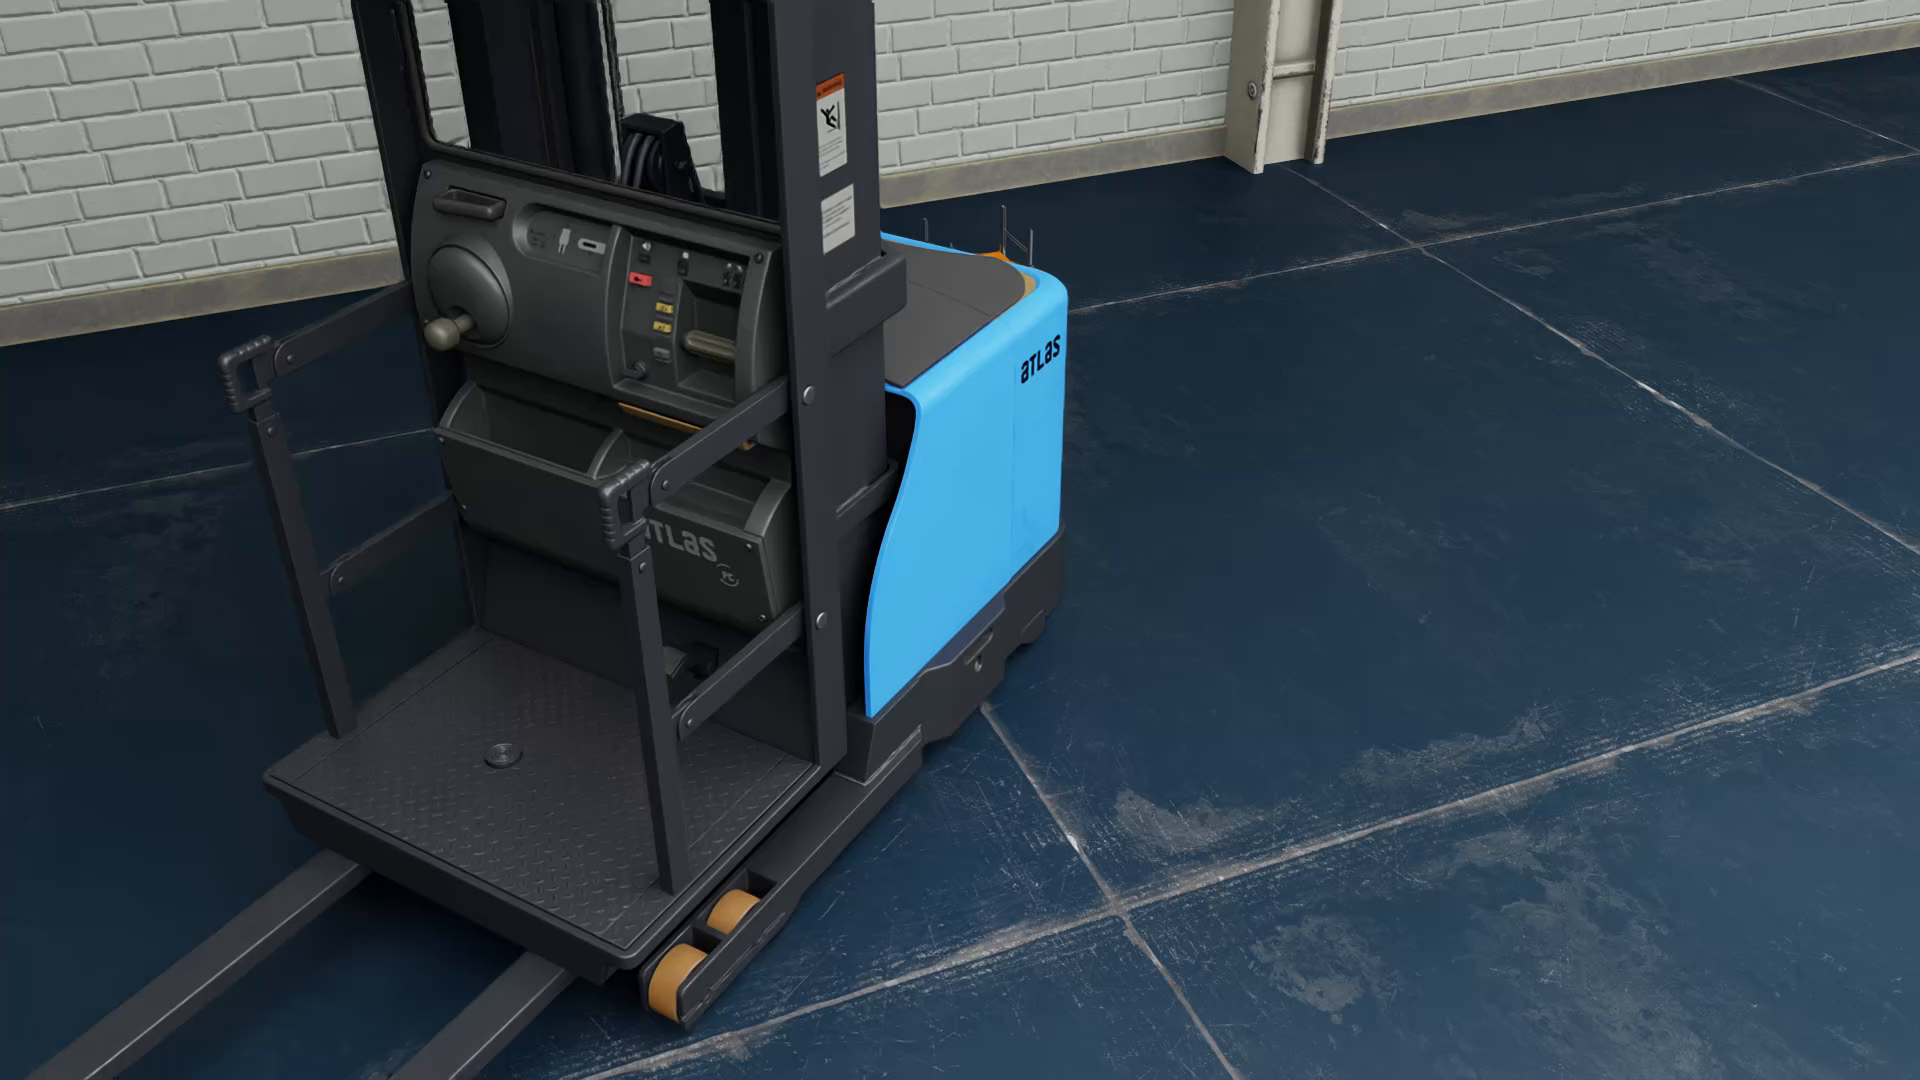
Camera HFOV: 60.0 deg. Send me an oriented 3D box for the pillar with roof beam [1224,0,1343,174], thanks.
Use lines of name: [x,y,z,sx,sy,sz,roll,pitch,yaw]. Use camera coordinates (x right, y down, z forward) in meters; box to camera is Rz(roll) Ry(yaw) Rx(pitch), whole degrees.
pillar with roof beam: [3.190,-3.473,2.337,0.400,9.000,9.100,-13,35,-19]

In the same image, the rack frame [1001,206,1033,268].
rack frame: [0.162,-0.477,5.021,0.008,1.050,0.200,-13,35,-19]

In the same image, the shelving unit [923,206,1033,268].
shelving unit: [0.049,-0.451,4.981,0.252,1.050,0.215,-13,35,-19]

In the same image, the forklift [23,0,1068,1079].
forklift: [-0.885,-0.465,3.278,1.130,2.935,3.031,18,37,25]

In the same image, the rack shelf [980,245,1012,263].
rack shelf: [0.049,-0.680,4.832,0.240,0.259,0.215,-13,35,-19]

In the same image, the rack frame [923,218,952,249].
rack frame: [-0.063,-0.426,4.941,0.008,1.050,0.200,-13,35,-19]
